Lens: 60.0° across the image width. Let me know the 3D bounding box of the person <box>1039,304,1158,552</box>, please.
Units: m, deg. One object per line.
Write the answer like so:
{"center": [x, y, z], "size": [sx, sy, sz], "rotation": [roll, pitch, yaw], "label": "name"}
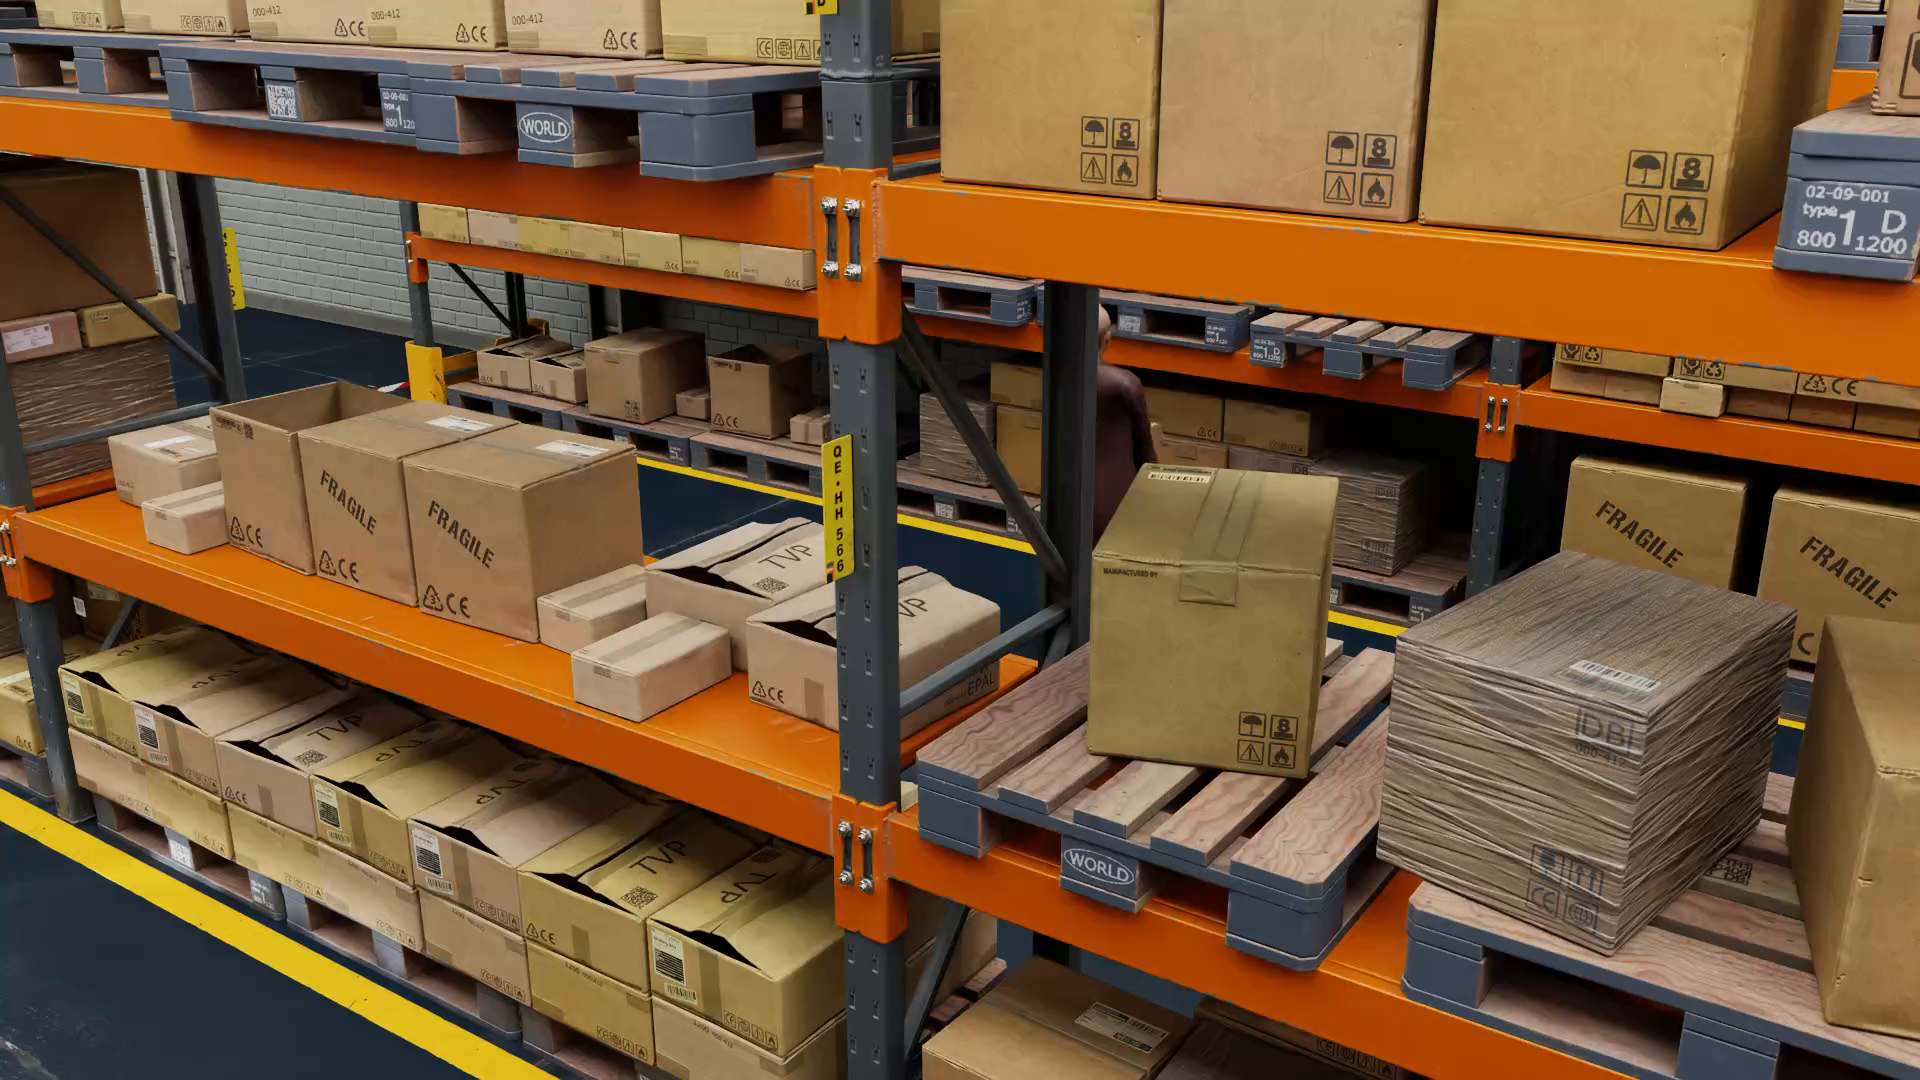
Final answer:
{"center": [0.673, -0.245, 7.788], "size": [0.526, 1.780, 0.556], "rotation": [13, 23, 31], "label": "person"}
